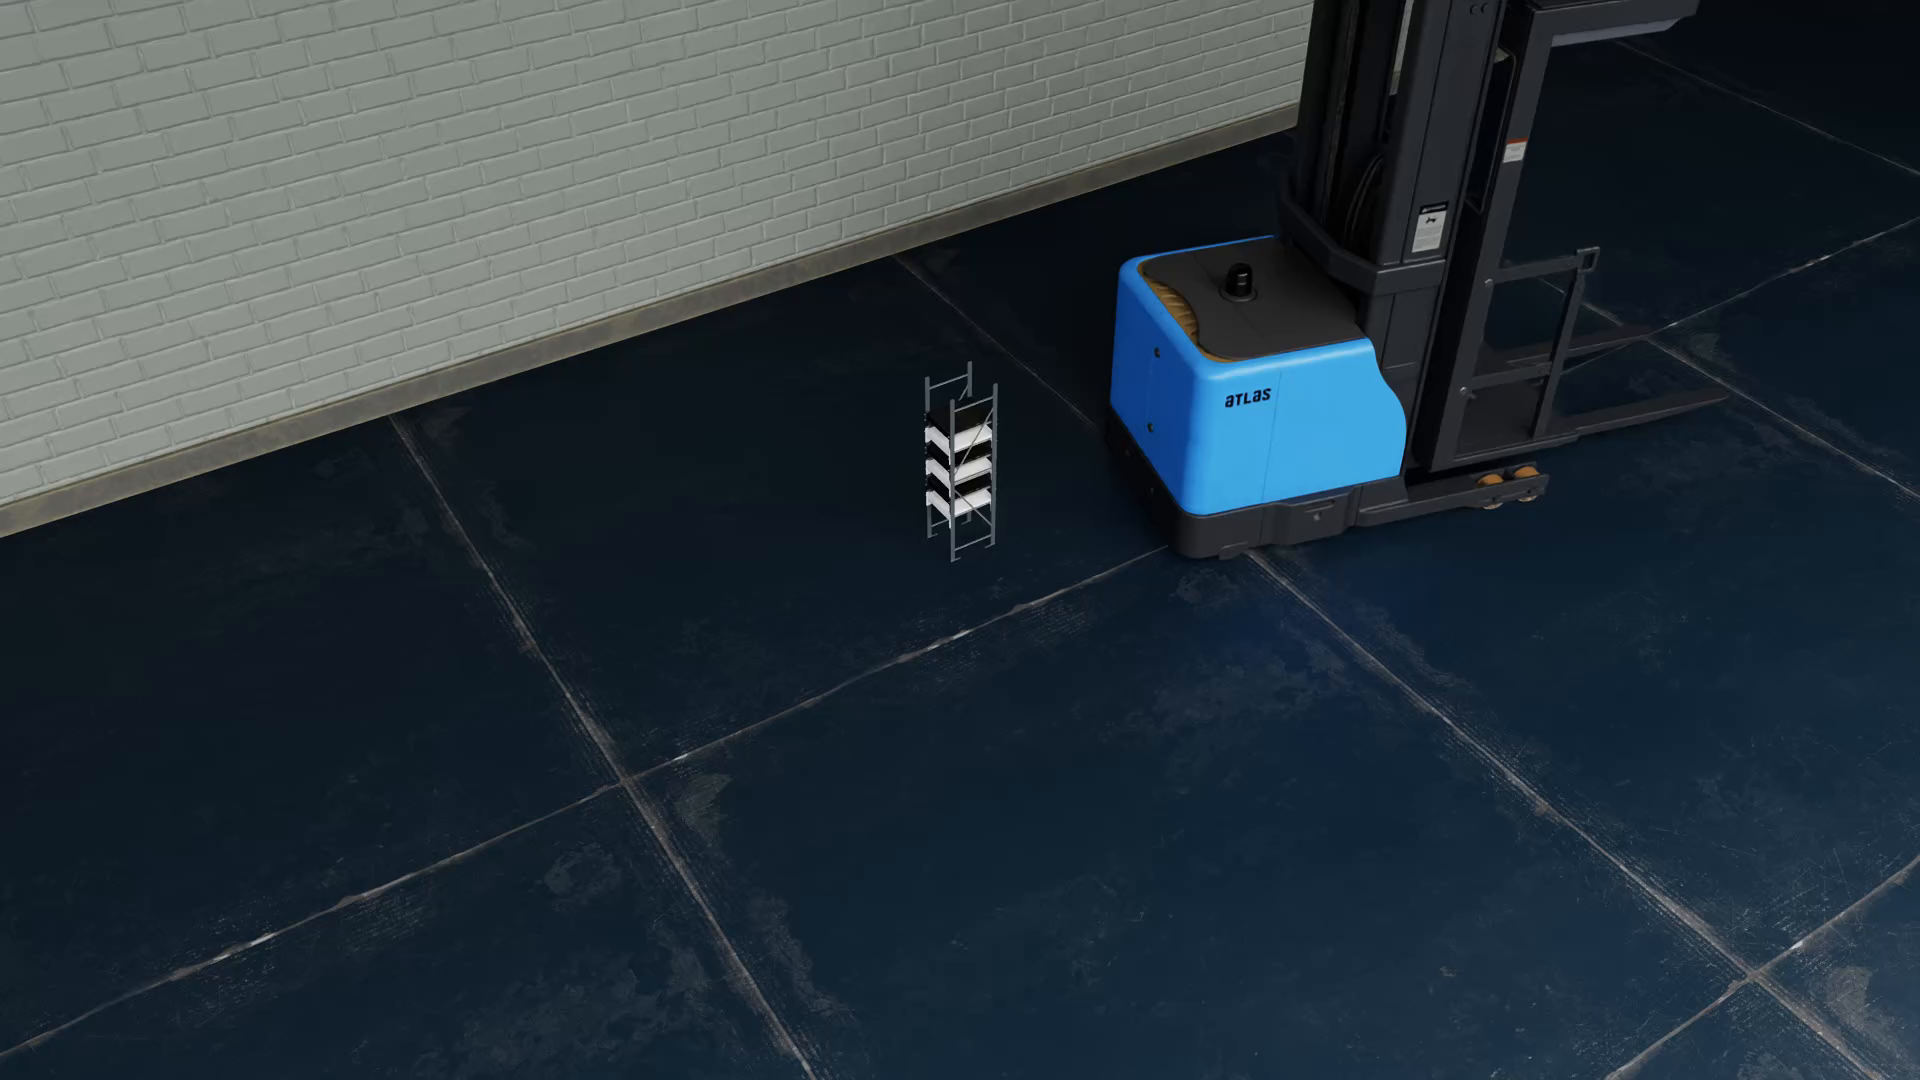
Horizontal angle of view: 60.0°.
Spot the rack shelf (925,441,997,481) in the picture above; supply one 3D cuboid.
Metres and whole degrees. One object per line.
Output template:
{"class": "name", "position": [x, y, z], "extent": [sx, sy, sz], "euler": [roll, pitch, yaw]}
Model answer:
{"class": "rack shelf", "position": [0.004, -0.385, 7.420], "extent": [0.258, 0.077, 0.200], "euler": [-22, 45, -24]}

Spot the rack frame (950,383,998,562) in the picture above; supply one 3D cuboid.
{"class": "rack frame", "position": [0.059, -0.286, 7.391], "extent": [0.240, 0.900, 0.006], "euler": [-22, 45, -24]}

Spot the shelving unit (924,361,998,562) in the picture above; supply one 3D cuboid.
{"class": "shelving unit", "position": [0.004, -0.341, 7.457], "extent": [0.258, 0.900, 0.210], "euler": [-22, 45, -24]}

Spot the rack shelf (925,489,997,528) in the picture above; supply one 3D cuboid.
{"class": "rack shelf", "position": [0.004, -0.177, 7.593], "extent": [0.258, 0.077, 0.200], "euler": [-22, 45, -24]}

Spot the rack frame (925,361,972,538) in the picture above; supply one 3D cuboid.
{"class": "rack frame", "position": [-0.050, -0.396, 7.523], "extent": [0.240, 0.900, 0.006], "euler": [-22, 45, -24]}

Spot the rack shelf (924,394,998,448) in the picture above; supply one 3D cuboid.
{"class": "rack shelf", "position": [0.004, -0.523, 7.305], "extent": [0.258, 0.077, 0.200], "euler": [-22, 45, -24]}

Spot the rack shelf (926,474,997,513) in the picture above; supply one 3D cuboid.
{"class": "rack shelf", "position": [0.004, -0.247, 7.536], "extent": [0.258, 0.077, 0.200], "euler": [-22, 45, -24]}

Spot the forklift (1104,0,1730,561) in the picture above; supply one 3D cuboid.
{"class": "forklift", "position": [2.288, -1.583, 7.361], "extent": [3.031, 2.935, 1.130], "euler": [-12, 41, -14]}

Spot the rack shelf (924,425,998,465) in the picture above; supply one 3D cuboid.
{"class": "rack shelf", "position": [0.004, -0.454, 7.363], "extent": [0.258, 0.077, 0.200], "euler": [-22, 45, -24]}

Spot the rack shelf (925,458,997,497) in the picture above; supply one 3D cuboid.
{"class": "rack shelf", "position": [0.004, -0.316, 7.478], "extent": [0.258, 0.077, 0.200], "euler": [-22, 45, -24]}
